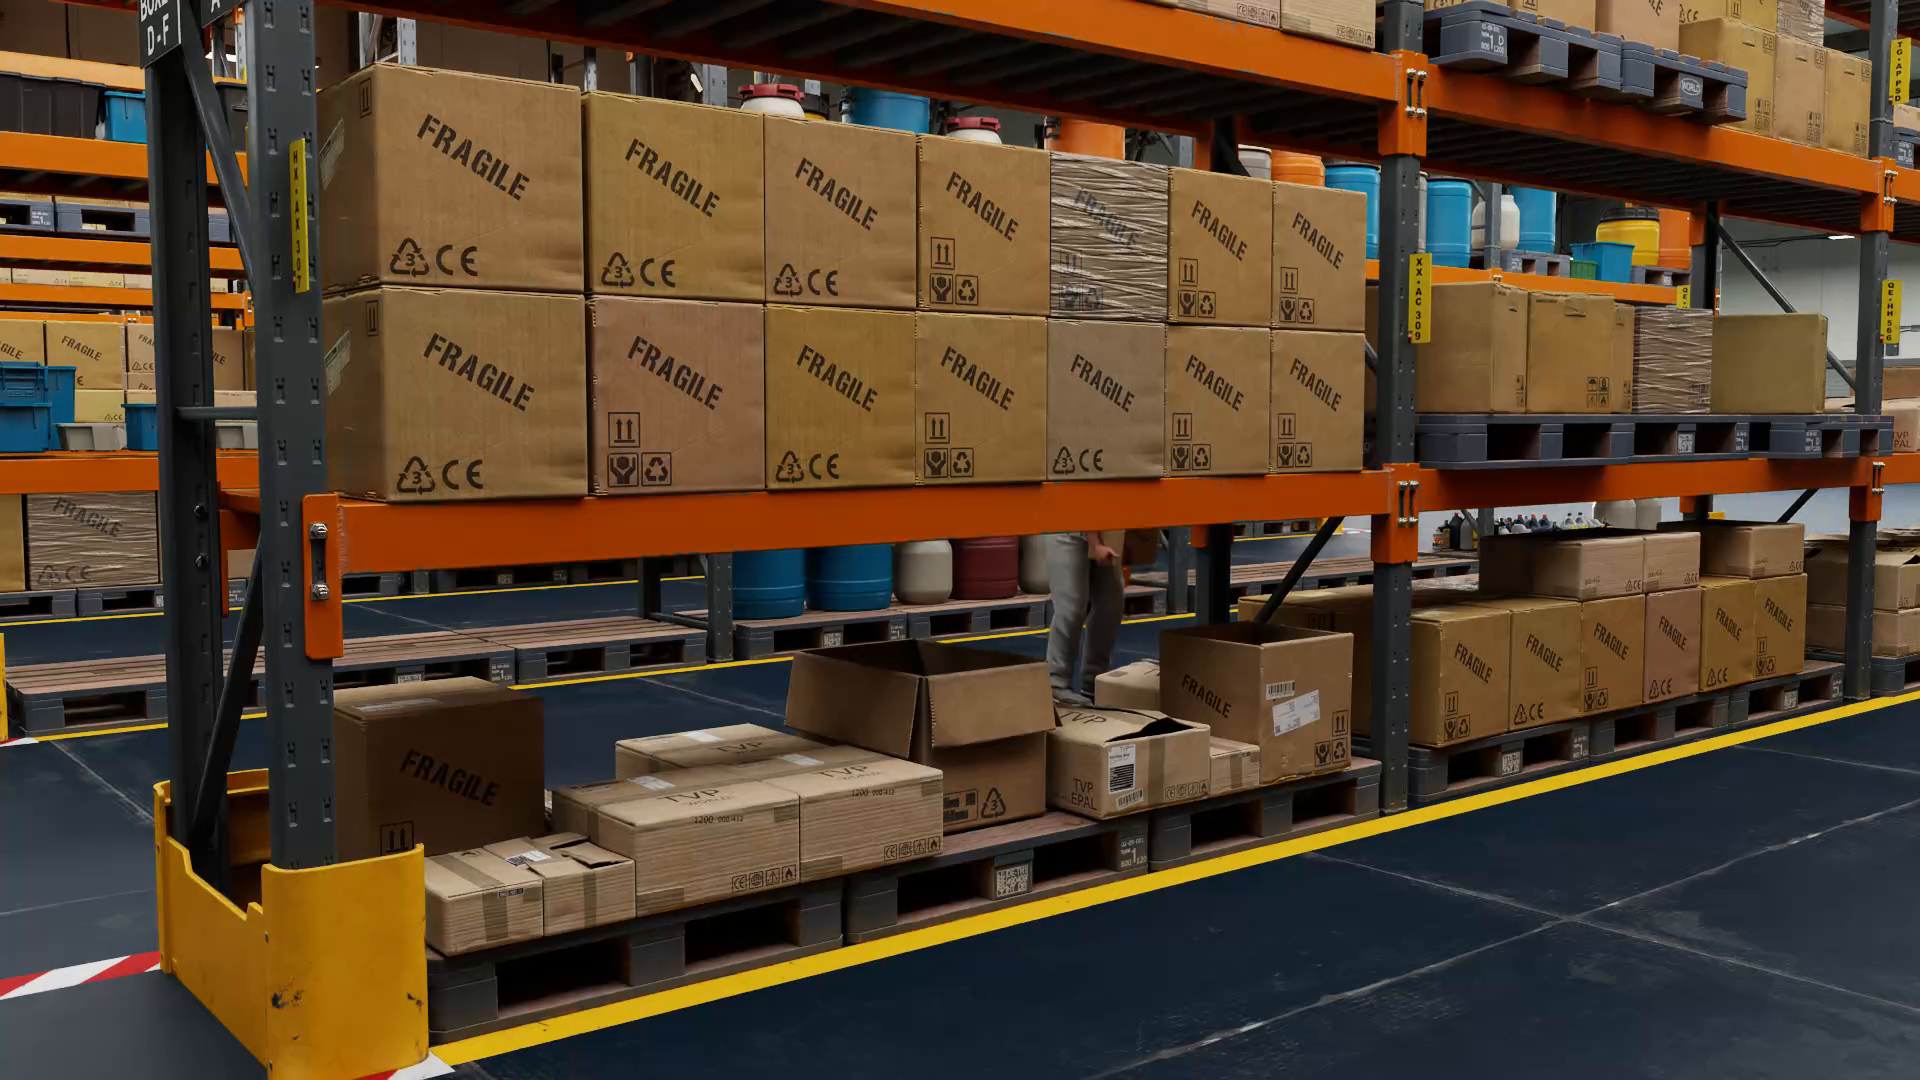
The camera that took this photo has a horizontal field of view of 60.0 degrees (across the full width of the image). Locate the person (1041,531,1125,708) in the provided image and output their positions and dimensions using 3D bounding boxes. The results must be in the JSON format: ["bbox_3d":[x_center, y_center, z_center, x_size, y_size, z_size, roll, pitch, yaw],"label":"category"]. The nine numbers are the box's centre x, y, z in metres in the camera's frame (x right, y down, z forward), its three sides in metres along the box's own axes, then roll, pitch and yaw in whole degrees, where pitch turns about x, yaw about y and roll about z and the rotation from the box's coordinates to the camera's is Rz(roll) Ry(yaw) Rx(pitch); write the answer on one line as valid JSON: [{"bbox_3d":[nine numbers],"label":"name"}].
[{"bbox_3d":[0.716,0.003,8.660,0.478,1.723,0.604,-4,6,-40],"label":"person"}]
